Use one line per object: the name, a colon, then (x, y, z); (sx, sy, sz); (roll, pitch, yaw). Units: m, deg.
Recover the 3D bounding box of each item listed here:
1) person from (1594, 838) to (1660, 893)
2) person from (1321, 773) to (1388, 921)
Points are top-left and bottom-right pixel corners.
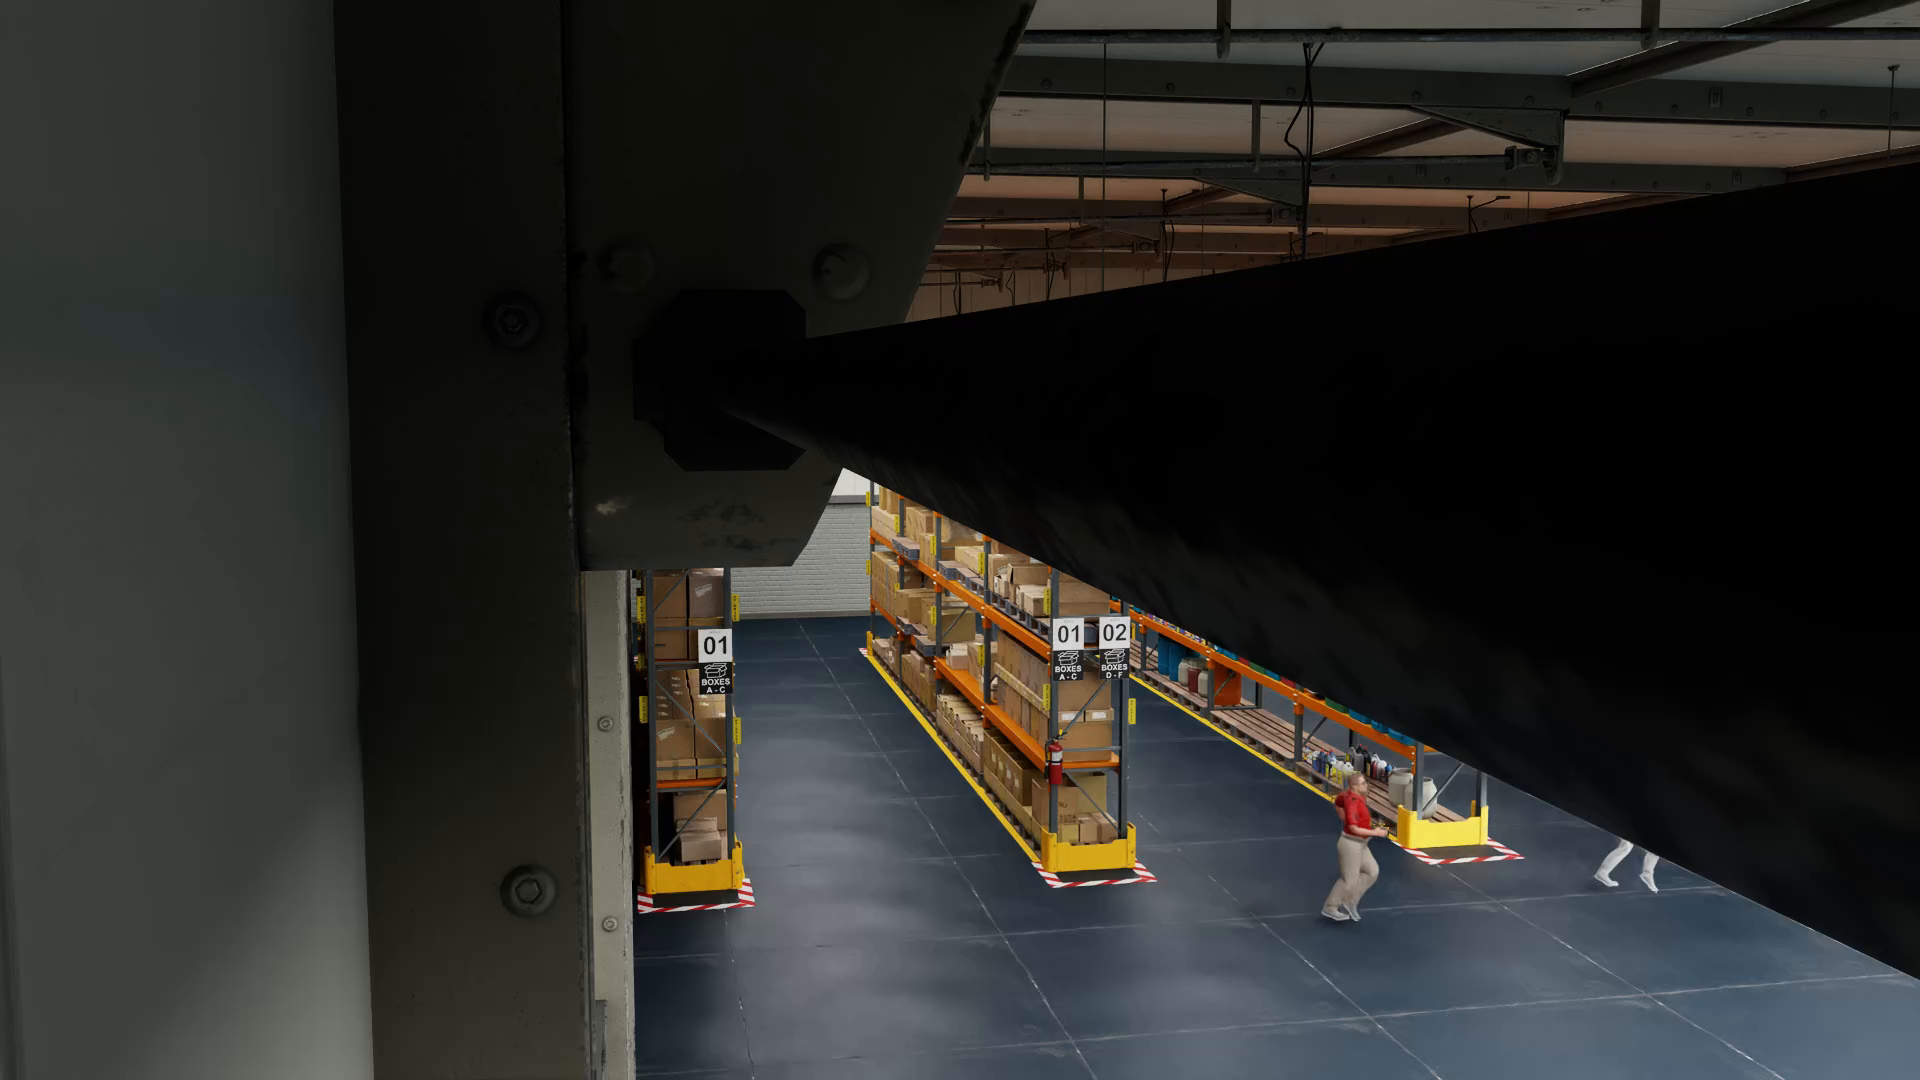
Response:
person: (8.149, 3.400, 20.073); (0.866, 1.729, 0.622); (3, 6, 23)
person: (4.504, 3.522, 18.937); (0.718, 1.768, 0.677); (2, 6, 18)
